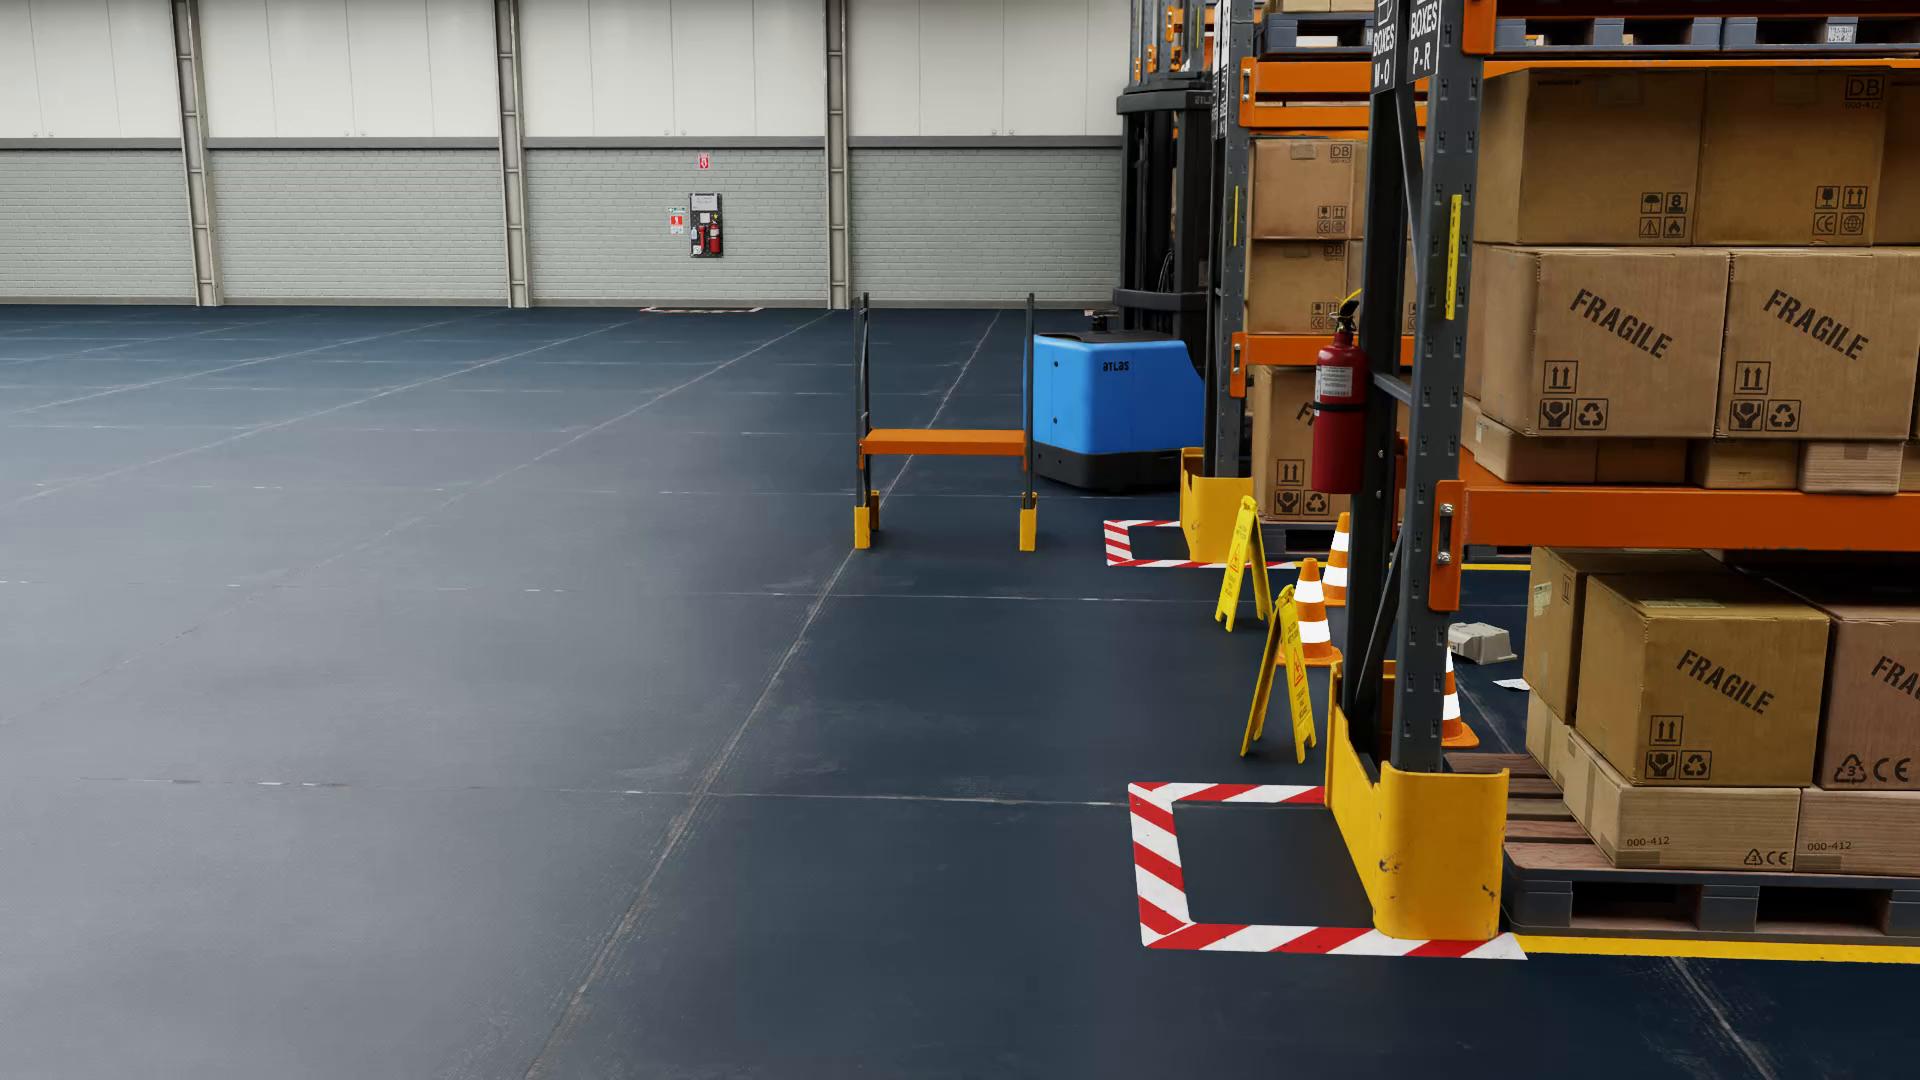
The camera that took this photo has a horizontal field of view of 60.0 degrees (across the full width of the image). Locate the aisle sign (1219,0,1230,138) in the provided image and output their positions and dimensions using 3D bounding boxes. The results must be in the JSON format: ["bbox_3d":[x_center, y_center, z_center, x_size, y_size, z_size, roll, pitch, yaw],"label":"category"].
[{"bbox_3d":[1.485,-2.664,9.327,0.004,0.787,0.394,1,12,4],"label":"aisle sign"}]

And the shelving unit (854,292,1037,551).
[{"bbox_3d":[-0.076,-0.735,10.119,1.083,1.500,0.587,1,12,4],"label":"shelving unit"}]

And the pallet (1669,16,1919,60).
[{"bbox_3d":[4.752,-2.835,9.386,1.213,0.211,1.003,1,12,4],"label":"pallet"}]

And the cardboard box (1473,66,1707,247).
[{"bbox_3d":[1.871,-1.161,5.077,0.500,0.500,0.700,0,12,2],"label":"cardboard box"}]

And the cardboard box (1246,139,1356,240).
[{"bbox_3d":[1.944,-2.041,9.694,0.550,0.550,0.875,1,12,4],"label":"cardboard box"}]

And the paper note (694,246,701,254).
[{"bbox_3d":[-4.864,-5.375,30.791,0.142,0.148,0.016,1,12,4],"label":"paper note"}]

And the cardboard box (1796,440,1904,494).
[{"bbox_3d":[2.434,-0.235,4.681,0.250,0.149,0.380,1,12,5],"label":"cardboard box"}]

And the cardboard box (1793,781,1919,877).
[{"bbox_3d":[2.641,0.777,4.916,0.500,0.250,0.500,1,12,6],"label":"cardboard box"}]

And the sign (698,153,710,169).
[{"bbox_3d":[-4.693,-6.945,30.483,0.199,0.298,0.001,1,12,4],"label":"sign"}]

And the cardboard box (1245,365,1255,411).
[{"bbox_3d":[2.630,-1.434,14.875,0.500,0.500,0.500,3,12,14],"label":"cardboard box"}]

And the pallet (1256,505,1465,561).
[{"bbox_3d":[2.379,-0.092,10.191,1.213,0.211,1.003,1,12,4],"label":"pallet"}]

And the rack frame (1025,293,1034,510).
[{"bbox_3d":[0.422,-0.728,10.087,0.032,1.500,0.500,1,12,4],"label":"rack frame"}]

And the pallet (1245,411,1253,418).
[{"bbox_3d":[2.893,-1.079,14.912,1.213,0.211,1.003,1,12,4],"label":"pallet"}]

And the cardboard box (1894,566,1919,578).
[{"bbox_3d":[3.187,0.307,5.334,0.500,0.500,0.500,1,12,2],"label":"cardboard box"}]

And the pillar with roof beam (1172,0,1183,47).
[{"bbox_3d":[3.470,-7.723,25.212,0.400,9.000,9.100,1,12,4],"label":"pillar with roof beam"}]

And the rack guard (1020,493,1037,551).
[{"bbox_3d":[0.421,-0.117,10.215,0.087,0.250,0.587,1,12,4],"label":"rack guard"}]

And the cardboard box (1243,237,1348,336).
[{"bbox_3d":[1.949,-1.529,9.886,0.550,0.550,0.875,1,12,4],"label":"cardboard box"}]

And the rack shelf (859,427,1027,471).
[{"bbox_3d":[-0.085,-0.559,10.157,1.000,0.185,0.538,1,12,4],"label":"rack shelf"}]

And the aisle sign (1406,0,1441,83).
[{"bbox_3d":[1.264,-1.649,4.476,0.004,0.787,0.394,1,12,4],"label":"aisle sign"}]

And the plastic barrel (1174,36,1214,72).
[{"bbox_3d":[2.833,-5.379,19.254,0.708,0.830,0.600,1,12,4],"label":"plastic barrel"}]

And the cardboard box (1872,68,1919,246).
[{"bbox_3d":[2.891,-1.166,5.104,0.500,0.500,0.700,1,12,3],"label":"cardboard box"}]

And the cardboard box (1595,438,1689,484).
[{"bbox_3d":[1.924,-0.269,4.840,0.250,0.149,0.380,1,12,5],"label":"cardboard box"}]

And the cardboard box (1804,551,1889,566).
[{"bbox_3d":[2.784,-0.030,5.360,0.250,0.149,0.380,1,12,5],"label":"cardboard box"}]

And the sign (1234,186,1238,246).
[{"bbox_3d":[1.533,-1.801,9.243,0.005,0.325,0.100,1,12,4],"label":"sign"}]

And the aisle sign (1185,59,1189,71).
[{"bbox_3d":[1.927,-3.676,14.164,0.004,0.787,0.394,1,12,4],"label":"aisle sign"}]

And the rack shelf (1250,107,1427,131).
[{"bbox_3d":[4.004,-3.552,14.355,4.000,0.370,1.077,1,12,4],"label":"rack shelf"}]

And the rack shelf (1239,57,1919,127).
[{"bbox_3d":[3.572,-2.540,9.517,4.000,0.370,1.077,1,12,4],"label":"rack shelf"}]

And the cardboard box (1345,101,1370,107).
[{"bbox_3d":[3.481,-3.786,14.079,0.500,0.250,0.500,1,12,4],"label":"cardboard box"}]

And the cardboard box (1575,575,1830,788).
[{"bbox_3d":[2.156,0.402,4.879,0.500,0.500,0.500,0,12,2],"label":"cardboard box"}]

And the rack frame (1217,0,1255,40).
[{"bbox_3d":[1.576,-4.388,9.267,0.127,3.000,1.000,1,12,4],"label":"rack frame"}]

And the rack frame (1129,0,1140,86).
[{"bbox_3d":[3.001,-8.436,28.617,0.127,3.000,1.000,1,12,4],"label":"rack frame"}]

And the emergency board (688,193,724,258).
[{"bbox_3d":[-4.692,-5.790,30.622,0.643,1.169,0.194,1,12,4],"label":"emergency board"}]

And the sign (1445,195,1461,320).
[{"bbox_3d":[1.310,-0.752,4.422,0.005,0.325,0.100,1,12,4],"label":"sign"}]

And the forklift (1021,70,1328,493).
[{"bbox_3d":[2.011,-1.950,12.431,3.031,2.935,1.130,-6,13,-26],"label":"forklift"}]

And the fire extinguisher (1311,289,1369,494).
[{"bbox_3d":[1.263,-0.497,5.506,0.183,0.674,0.296,1,12,4],"label":"fire extinguisher"}]

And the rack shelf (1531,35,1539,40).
[{"bbox_3d":[8.326,-5.782,18.664,4.000,0.370,1.077,1,12,4],"label":"rack shelf"}]

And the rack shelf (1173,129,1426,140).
[{"bbox_3d":[4.335,-4.564,19.192,4.000,0.370,1.077,1,12,4],"label":"rack shelf"}]

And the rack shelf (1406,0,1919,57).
[{"bbox_3d":[3.342,-1.528,4.676,4.000,0.370,1.077,1,12,4],"label":"rack shelf"}]

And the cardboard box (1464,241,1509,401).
[{"bbox_3d":[1.906,-0.682,5.234,0.500,0.500,0.500,1,12,3],"label":"cardboard box"}]

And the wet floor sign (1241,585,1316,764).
[{"bbox_3d":[1.228,0.492,6.339,0.232,0.644,0.267,5,13,23],"label":"wet floor sign"}]

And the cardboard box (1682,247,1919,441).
[{"bbox_3d":[2.317,-0.564,4.667,0.500,0.500,0.500,1,12,5],"label":"cardboard box"}]

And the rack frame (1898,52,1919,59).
[{"bbox_3d":[5.567,-1.397,9.620,0.127,3.000,1.000,1,12,4],"label":"rack frame"}]

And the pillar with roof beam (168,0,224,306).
[{"bbox_3d":[-14.490,-7.970,26.389,0.400,9.000,9.100,1,12,4],"label":"pillar with roof beam"}]

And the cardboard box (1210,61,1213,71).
[{"bbox_3d":[2.268,-4.002,14.143,0.250,0.149,0.380,1,12,3],"label":"cardboard box"}]

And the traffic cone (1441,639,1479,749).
[{"bbox_3d":[1.861,0.545,6.532,0.334,0.463,0.336,1,12,4],"label":"traffic cone"}]

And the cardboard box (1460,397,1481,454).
[{"bbox_3d":[1.734,-0.355,5.251,0.250,0.149,0.380,1,12,6],"label":"cardboard box"}]

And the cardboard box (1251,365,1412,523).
[{"bbox_3d":[2.257,-0.621,10.076,0.875,0.875,0.875,1,12,4],"label":"cardboard box"}]

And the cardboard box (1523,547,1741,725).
[{"bbox_3d":[2.163,0.292,5.405,0.500,0.500,0.500,1,12,4],"label":"cardboard box"}]

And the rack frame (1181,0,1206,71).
[{"bbox_3d":[2.008,-5.400,14.105,0.127,3.000,1.000,1,12,4],"label":"rack frame"}]

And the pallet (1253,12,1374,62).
[{"bbox_3d":[2.317,-2.868,9.545,1.213,0.211,1.003,1,12,4],"label":"pallet"}]

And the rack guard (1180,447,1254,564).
[{"bbox_3d":[1.552,-0.228,10.139,0.348,0.500,1.175,1,12,4],"label":"rack guard"}]

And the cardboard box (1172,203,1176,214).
[{"bbox_3d":[3.051,-4.804,24.081,0.250,0.149,0.380,1,12,3],"label":"cardboard box"}]

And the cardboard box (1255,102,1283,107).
[{"bbox_3d":[2.472,-3.799,14.143,0.500,0.250,0.500,1,12,5],"label":"cardboard box"}]

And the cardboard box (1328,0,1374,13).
[{"bbox_3d":[2.151,-2.978,9.195,0.250,0.149,0.380,1,12,4],"label":"cardboard box"}]
